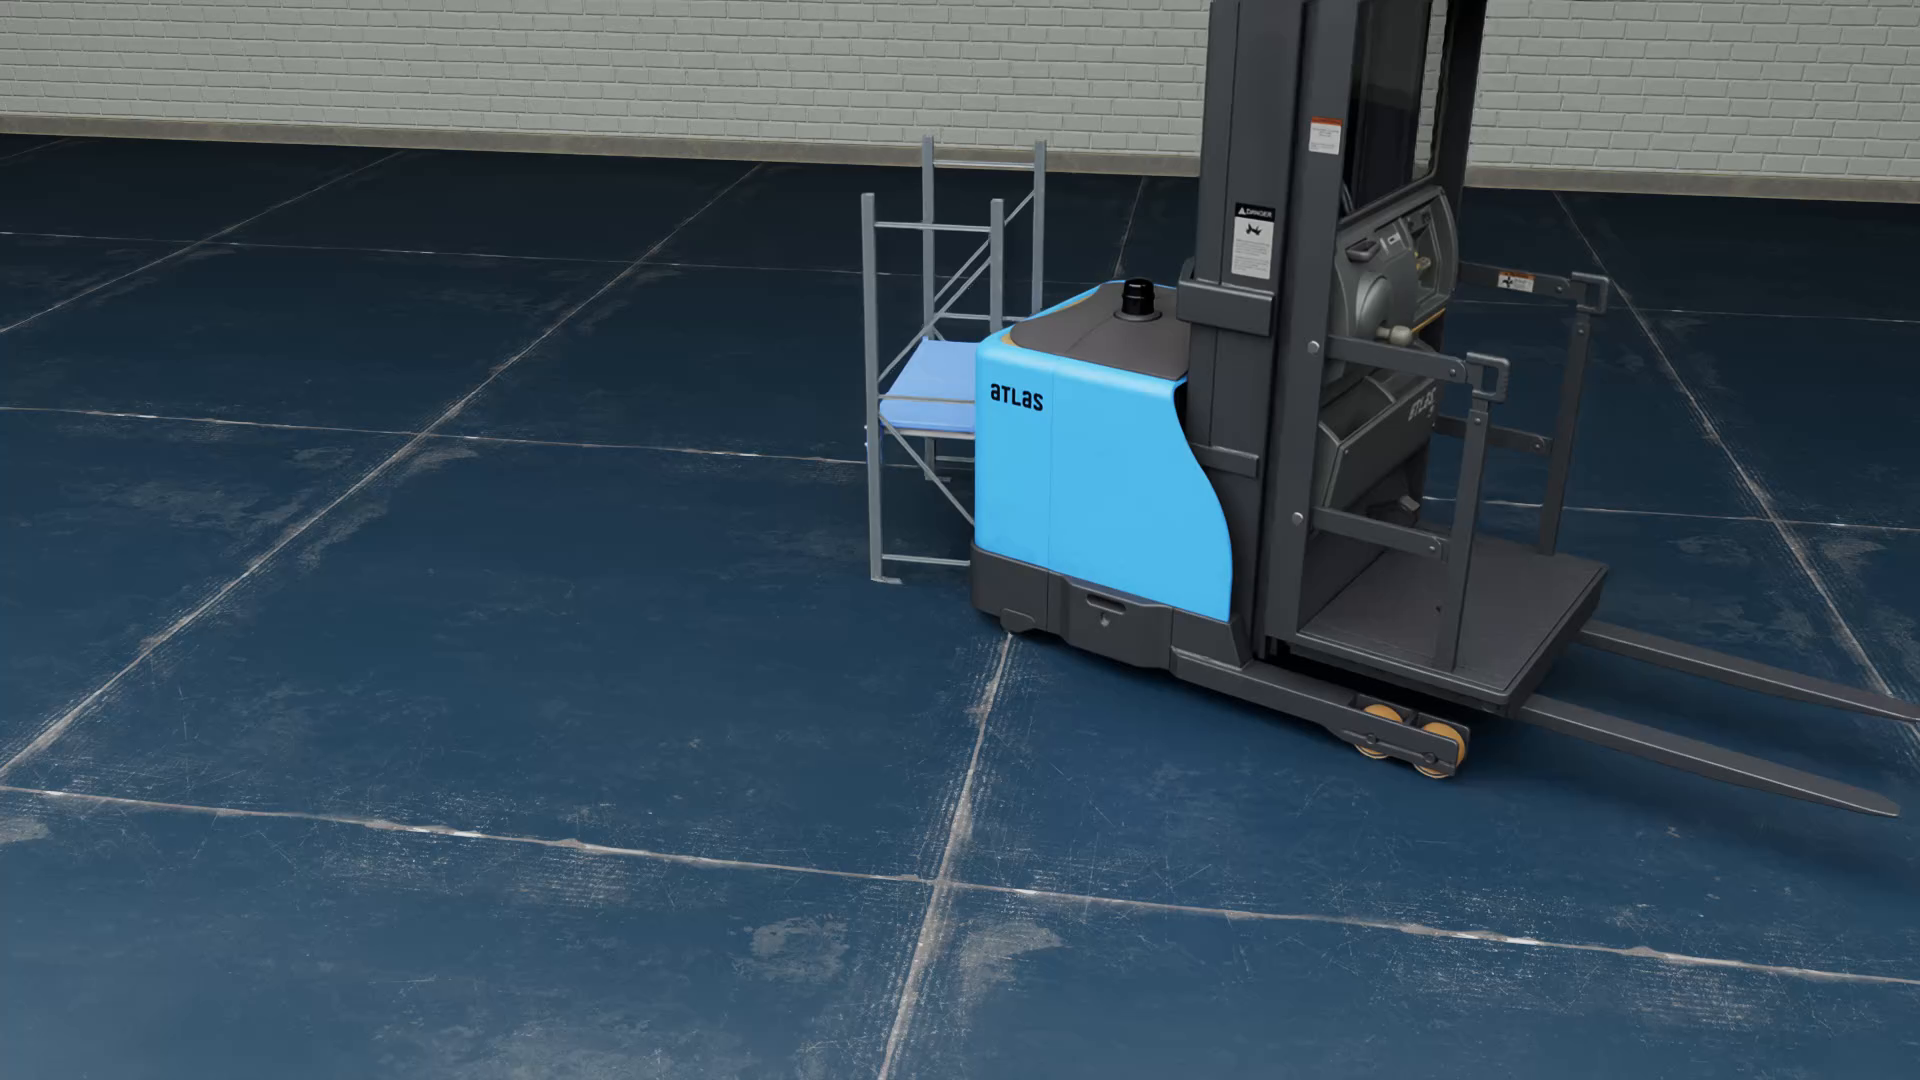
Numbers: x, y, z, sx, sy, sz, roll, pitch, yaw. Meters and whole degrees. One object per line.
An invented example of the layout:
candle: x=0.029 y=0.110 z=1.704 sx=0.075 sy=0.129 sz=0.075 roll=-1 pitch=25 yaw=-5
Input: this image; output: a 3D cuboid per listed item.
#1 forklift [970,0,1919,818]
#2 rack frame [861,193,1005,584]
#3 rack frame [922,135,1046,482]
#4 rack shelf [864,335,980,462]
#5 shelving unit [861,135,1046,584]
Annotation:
forklift: x=1.538 y=-0.844 z=5.096 sx=3.031 sy=2.935 sz=1.130 roll=16 pitch=30 yaw=31
rack frame: x=-0.095 y=-0.506 z=6.062 sx=0.500 sy=1.500 sz=0.032 roll=5 pitch=25 yaw=10
rack frame: x=0.096 y=-0.930 z=6.967 sx=0.500 sy=1.500 sz=0.032 roll=5 pitch=25 yaw=10
rack shelf: x=0.000 y=-0.555 z=6.591 sx=0.538 sy=0.185 sz=1.000 roll=5 pitch=25 yaw=10
shelving unit: x=0.000 y=-0.718 z=6.514 sx=0.538 sy=1.500 sz=1.048 roll=5 pitch=25 yaw=10
